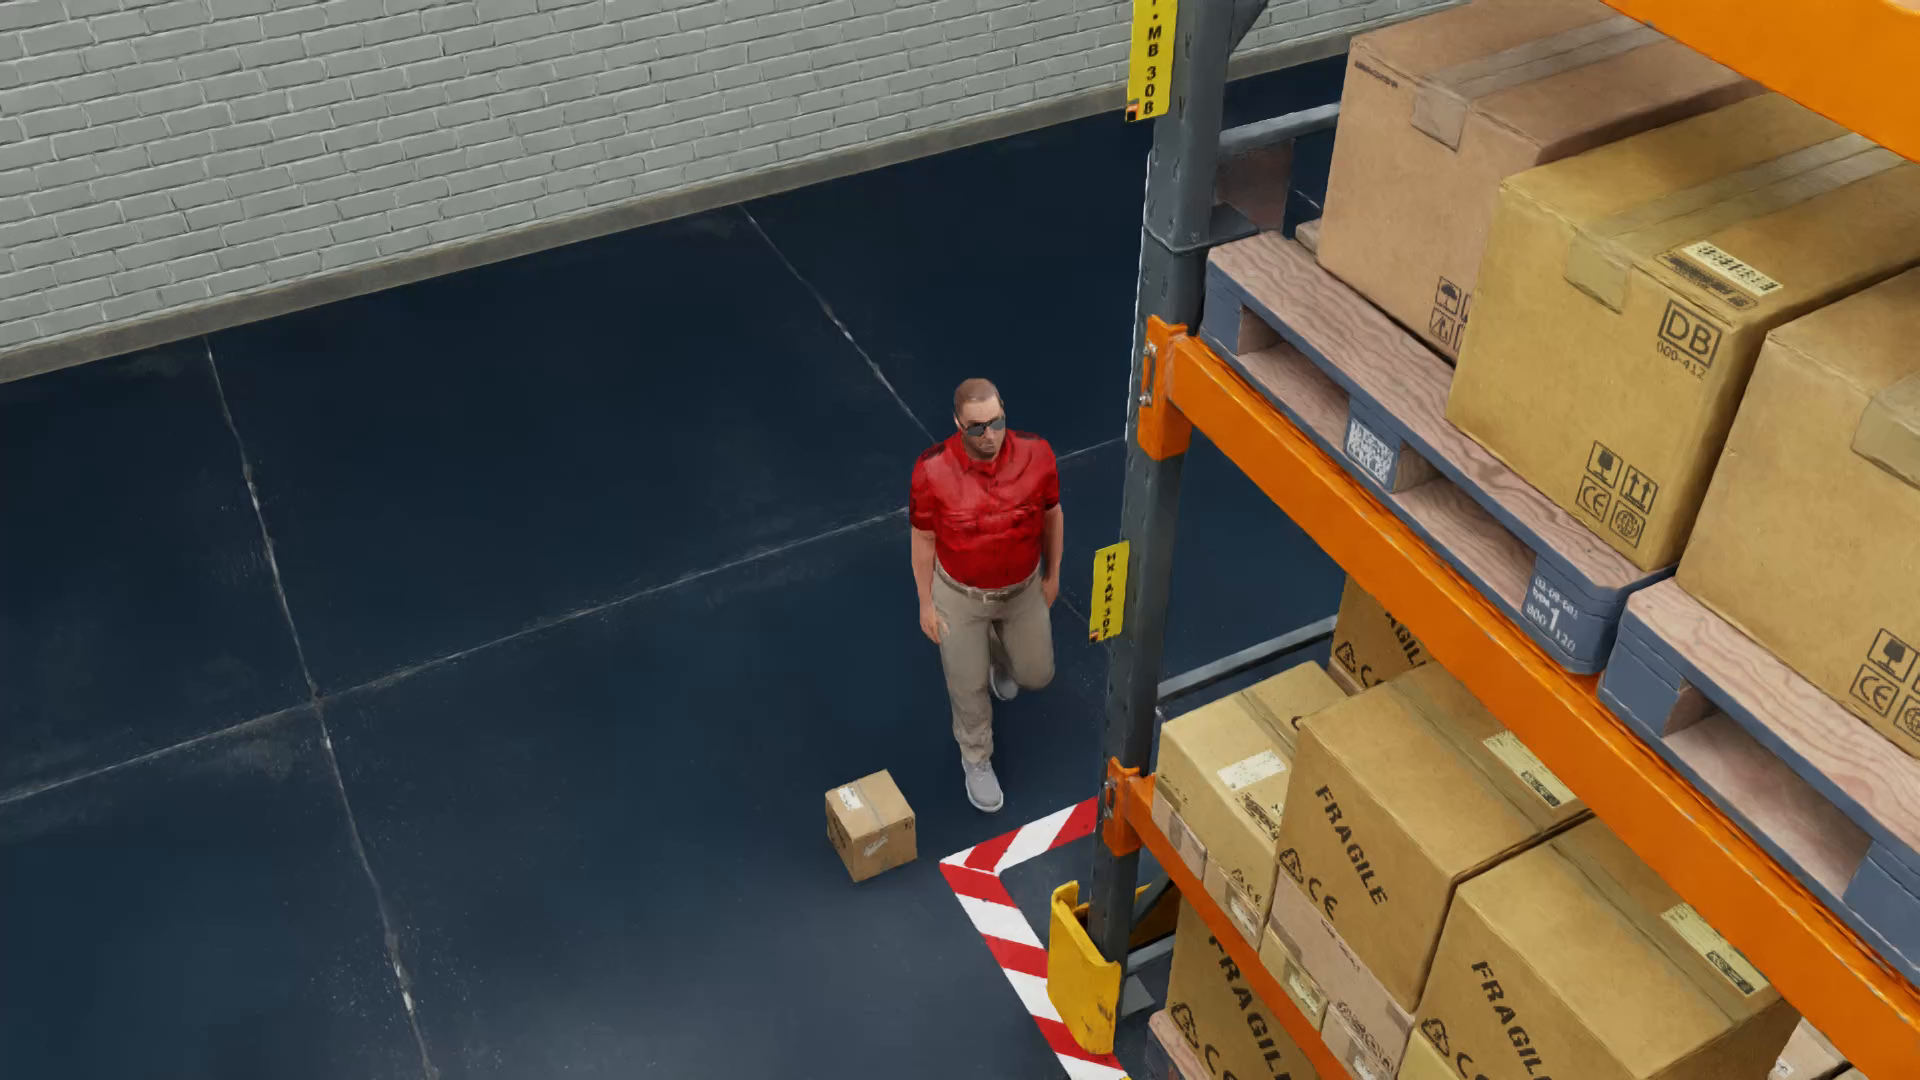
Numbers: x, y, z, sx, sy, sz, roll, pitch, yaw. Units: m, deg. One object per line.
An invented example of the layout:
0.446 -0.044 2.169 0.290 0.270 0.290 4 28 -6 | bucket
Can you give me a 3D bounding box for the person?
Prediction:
0.105 0.162 5.981 0.552 1.711 0.687 -8 42 -10 | person
